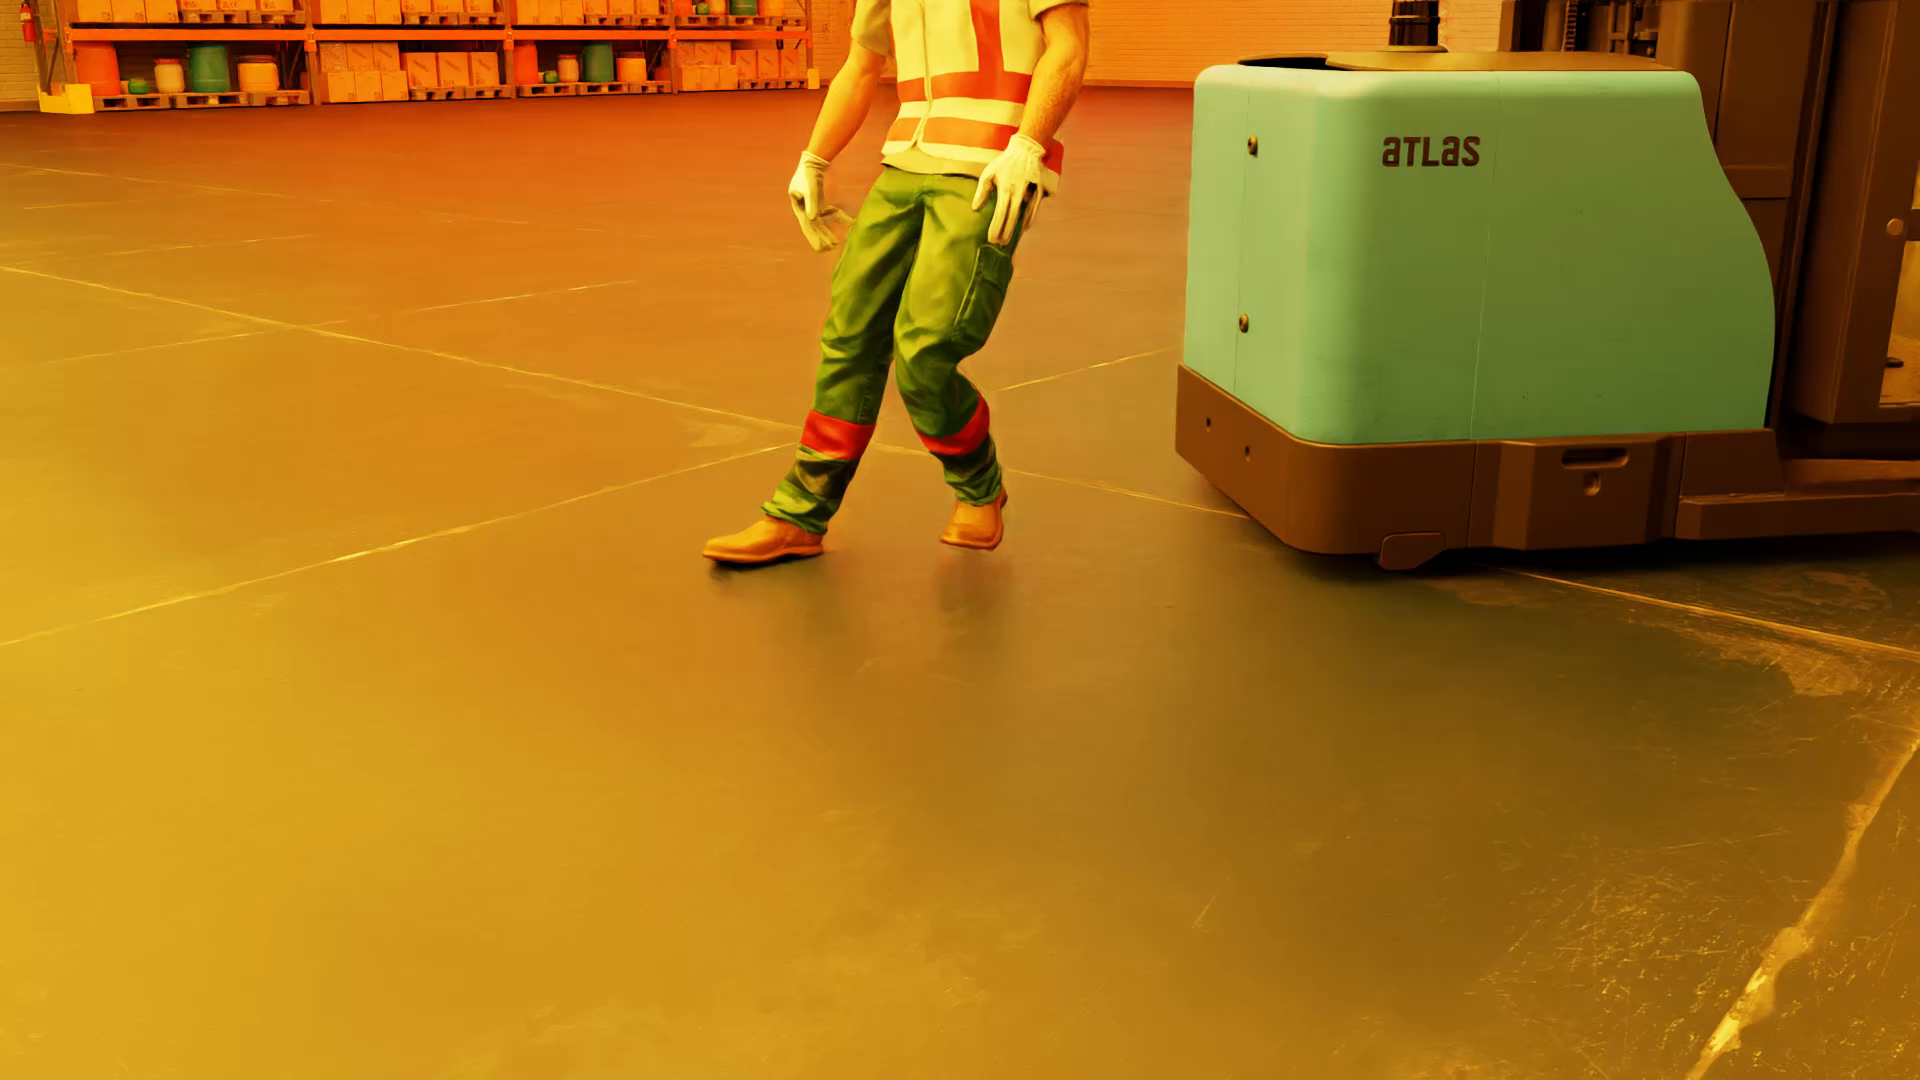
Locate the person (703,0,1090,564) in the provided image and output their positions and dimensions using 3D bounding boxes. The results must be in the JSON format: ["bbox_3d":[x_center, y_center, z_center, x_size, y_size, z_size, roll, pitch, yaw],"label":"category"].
[{"bbox_3d":[-0.124,-0.745,3.470,0.664,1.740,0.733,-14,22,-39],"label":"person"}]

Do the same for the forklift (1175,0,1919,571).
[{"bbox_3d":[2.143,-1.518,3.896,3.031,2.935,1.130,-3,17,-9],"label":"forklift"}]
